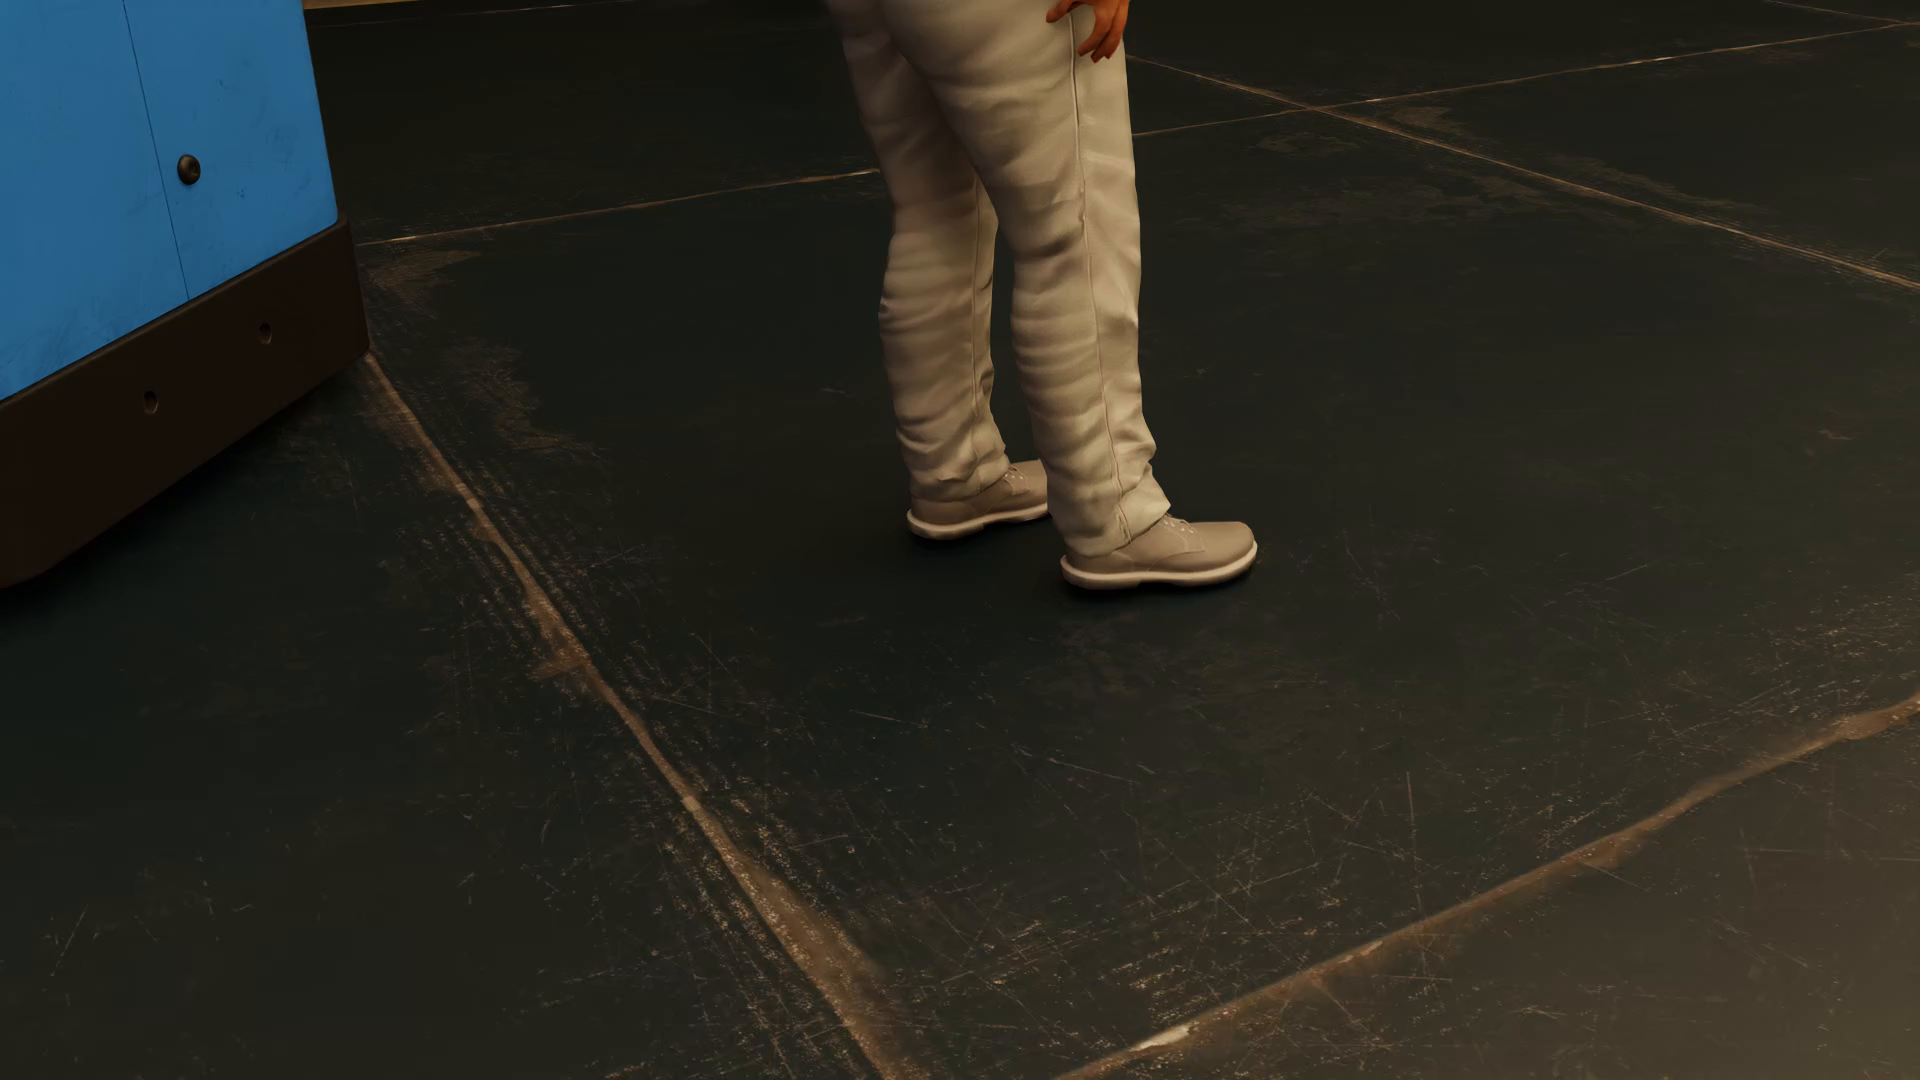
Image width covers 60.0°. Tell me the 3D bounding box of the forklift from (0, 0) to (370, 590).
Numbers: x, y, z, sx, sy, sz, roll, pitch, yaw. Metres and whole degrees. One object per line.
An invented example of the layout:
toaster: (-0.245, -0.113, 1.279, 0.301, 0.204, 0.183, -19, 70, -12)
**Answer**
forklift: (-2.643, -1.521, 2.259, 3.031, 2.935, 1.130, 5, 27, 10)

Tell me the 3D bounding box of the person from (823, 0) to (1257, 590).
person: (0.078, -0.758, 2.136, 0.529, 1.671, 0.599, -15, 30, -26)
